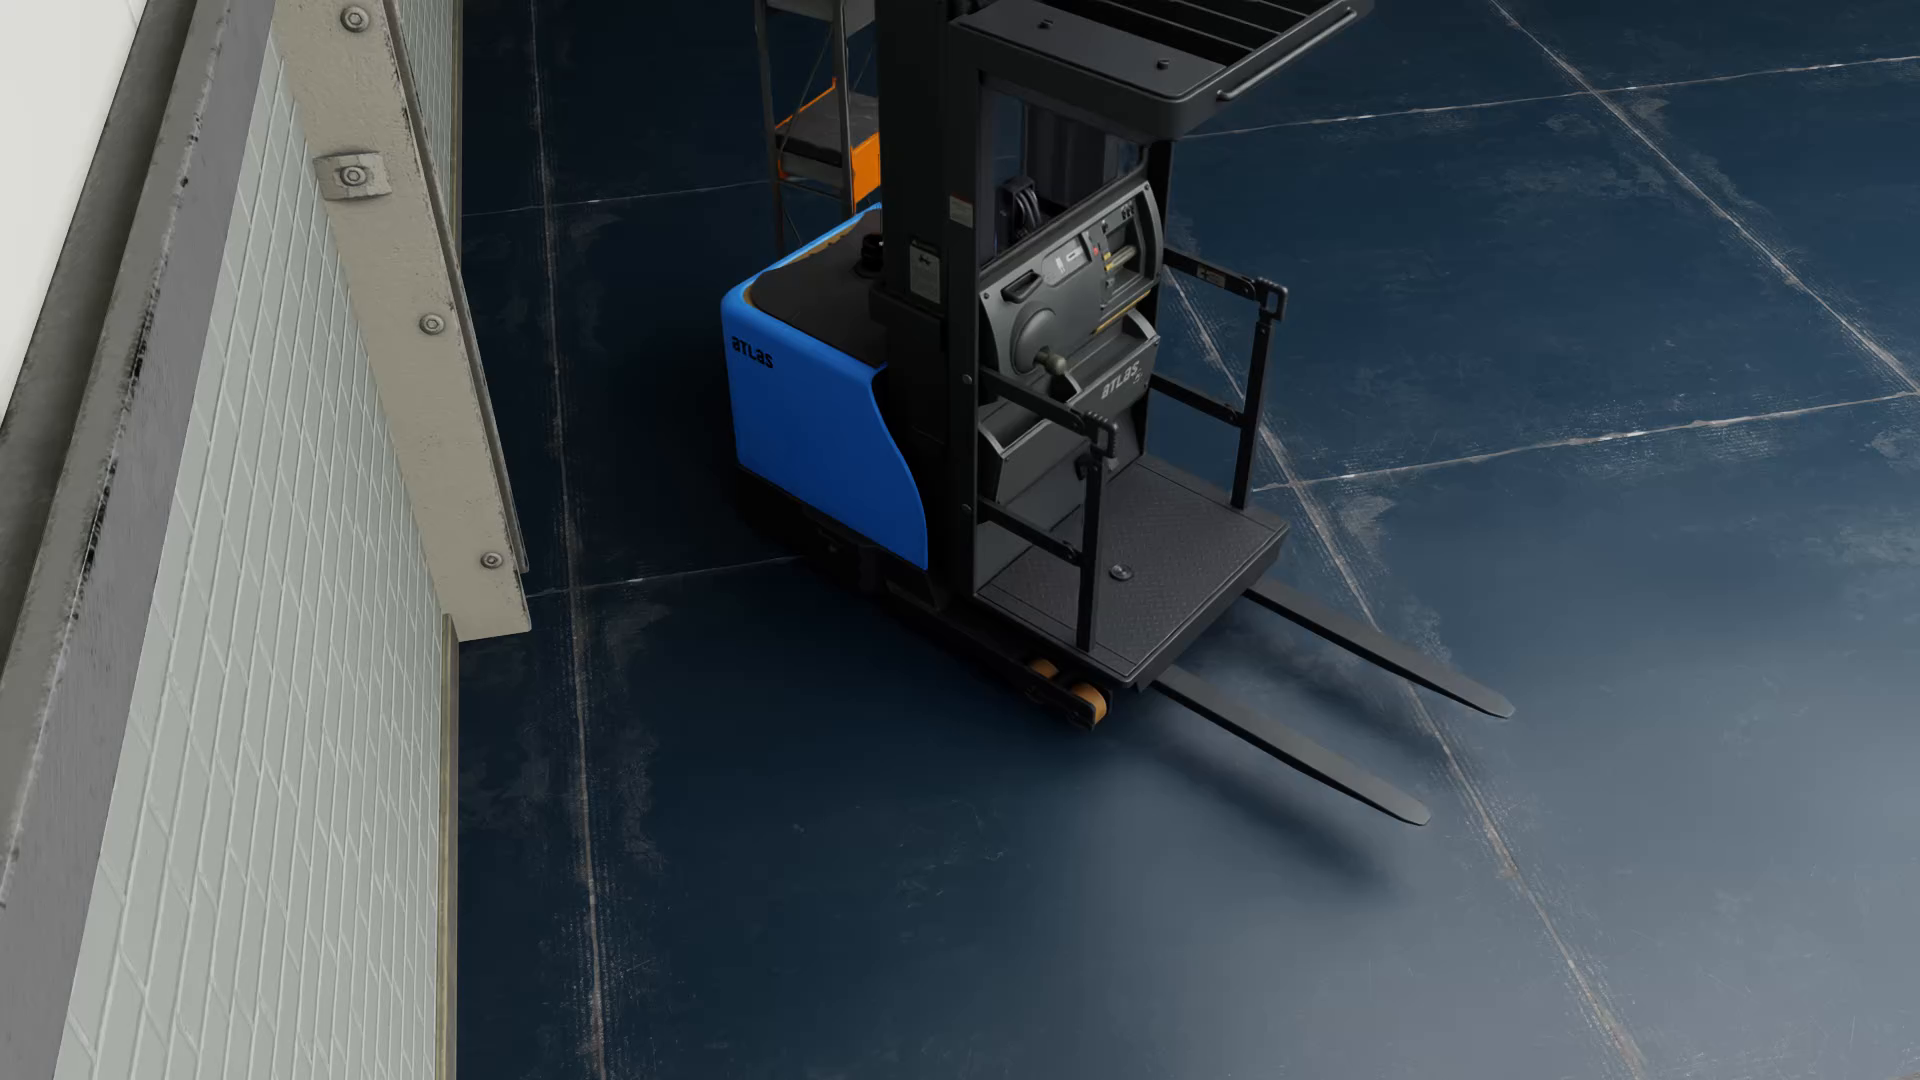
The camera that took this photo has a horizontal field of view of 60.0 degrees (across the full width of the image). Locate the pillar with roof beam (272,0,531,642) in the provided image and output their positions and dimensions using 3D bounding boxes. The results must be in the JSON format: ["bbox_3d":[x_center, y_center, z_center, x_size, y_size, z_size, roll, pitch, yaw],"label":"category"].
[{"bbox_3d":[2.370,-3.742,4.186,9.100,9.000,0.400,-8,42,-9],"label":"pillar with roof beam"}]

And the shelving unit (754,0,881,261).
[{"bbox_3d":[-0.479,-1.558,6.919,0.431,2.100,0.503,21,46,23],"label":"shelving unit"}]

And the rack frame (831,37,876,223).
[{"bbox_3d":[-0.355,-1.697,7.076,0.400,2.100,0.015,21,46,23],"label":"rack frame"}]

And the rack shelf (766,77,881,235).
[{"bbox_3d":[-0.479,-1.548,6.928,0.431,0.518,0.480,21,46,23],"label":"rack shelf"}]

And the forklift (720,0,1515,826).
[{"bbox_3d":[0.547,-0.818,5.463,3.031,2.935,1.130,29,49,29],"label":"forklift"}]

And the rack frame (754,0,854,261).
[{"bbox_3d":[-0.604,-1.419,6.761,0.400,2.100,0.015,21,46,23],"label":"rack frame"}]

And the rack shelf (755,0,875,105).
[{"bbox_3d":[-0.485,-2.074,6.467,0.431,0.518,0.480,21,46,23],"label":"rack shelf"}]
